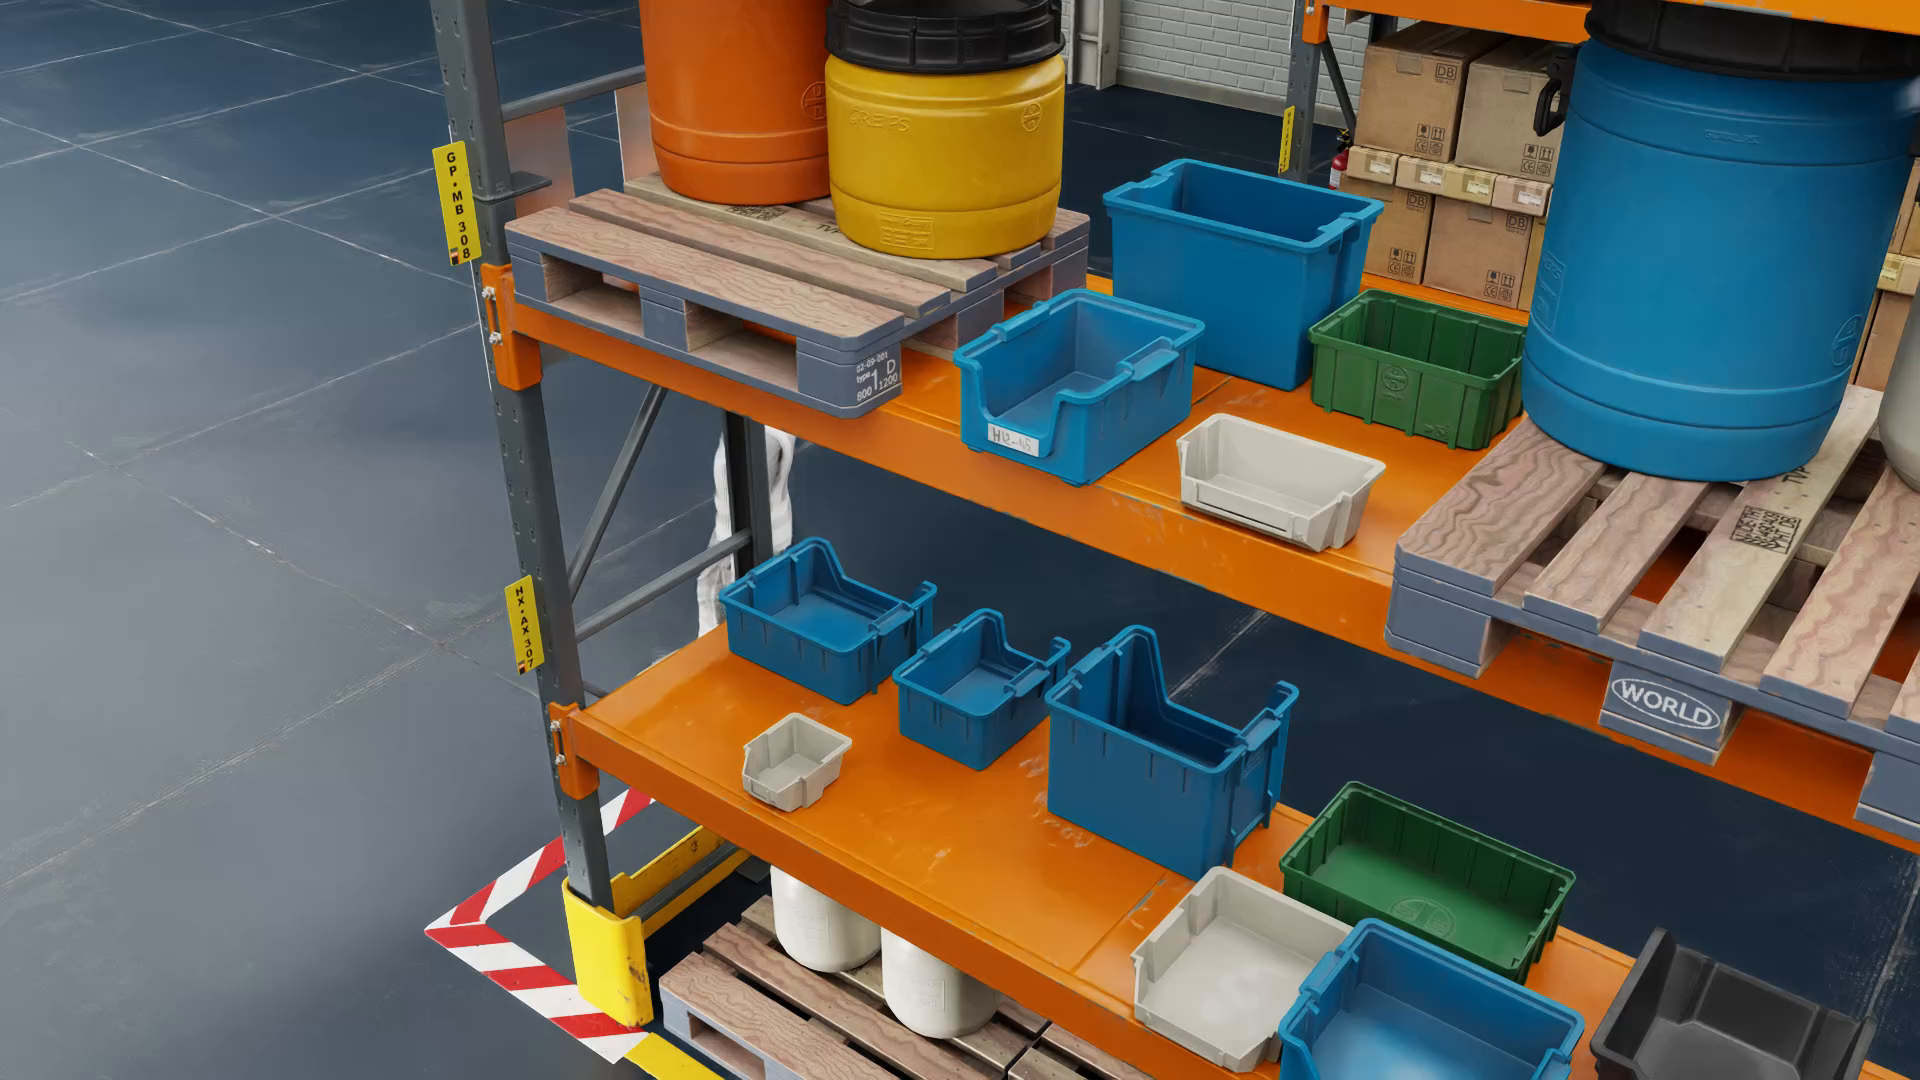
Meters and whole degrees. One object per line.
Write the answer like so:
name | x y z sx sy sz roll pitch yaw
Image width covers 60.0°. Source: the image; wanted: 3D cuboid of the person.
person | -0.946 -0.048 7.229 0.943 1.743 0.579 -2 31 -3
